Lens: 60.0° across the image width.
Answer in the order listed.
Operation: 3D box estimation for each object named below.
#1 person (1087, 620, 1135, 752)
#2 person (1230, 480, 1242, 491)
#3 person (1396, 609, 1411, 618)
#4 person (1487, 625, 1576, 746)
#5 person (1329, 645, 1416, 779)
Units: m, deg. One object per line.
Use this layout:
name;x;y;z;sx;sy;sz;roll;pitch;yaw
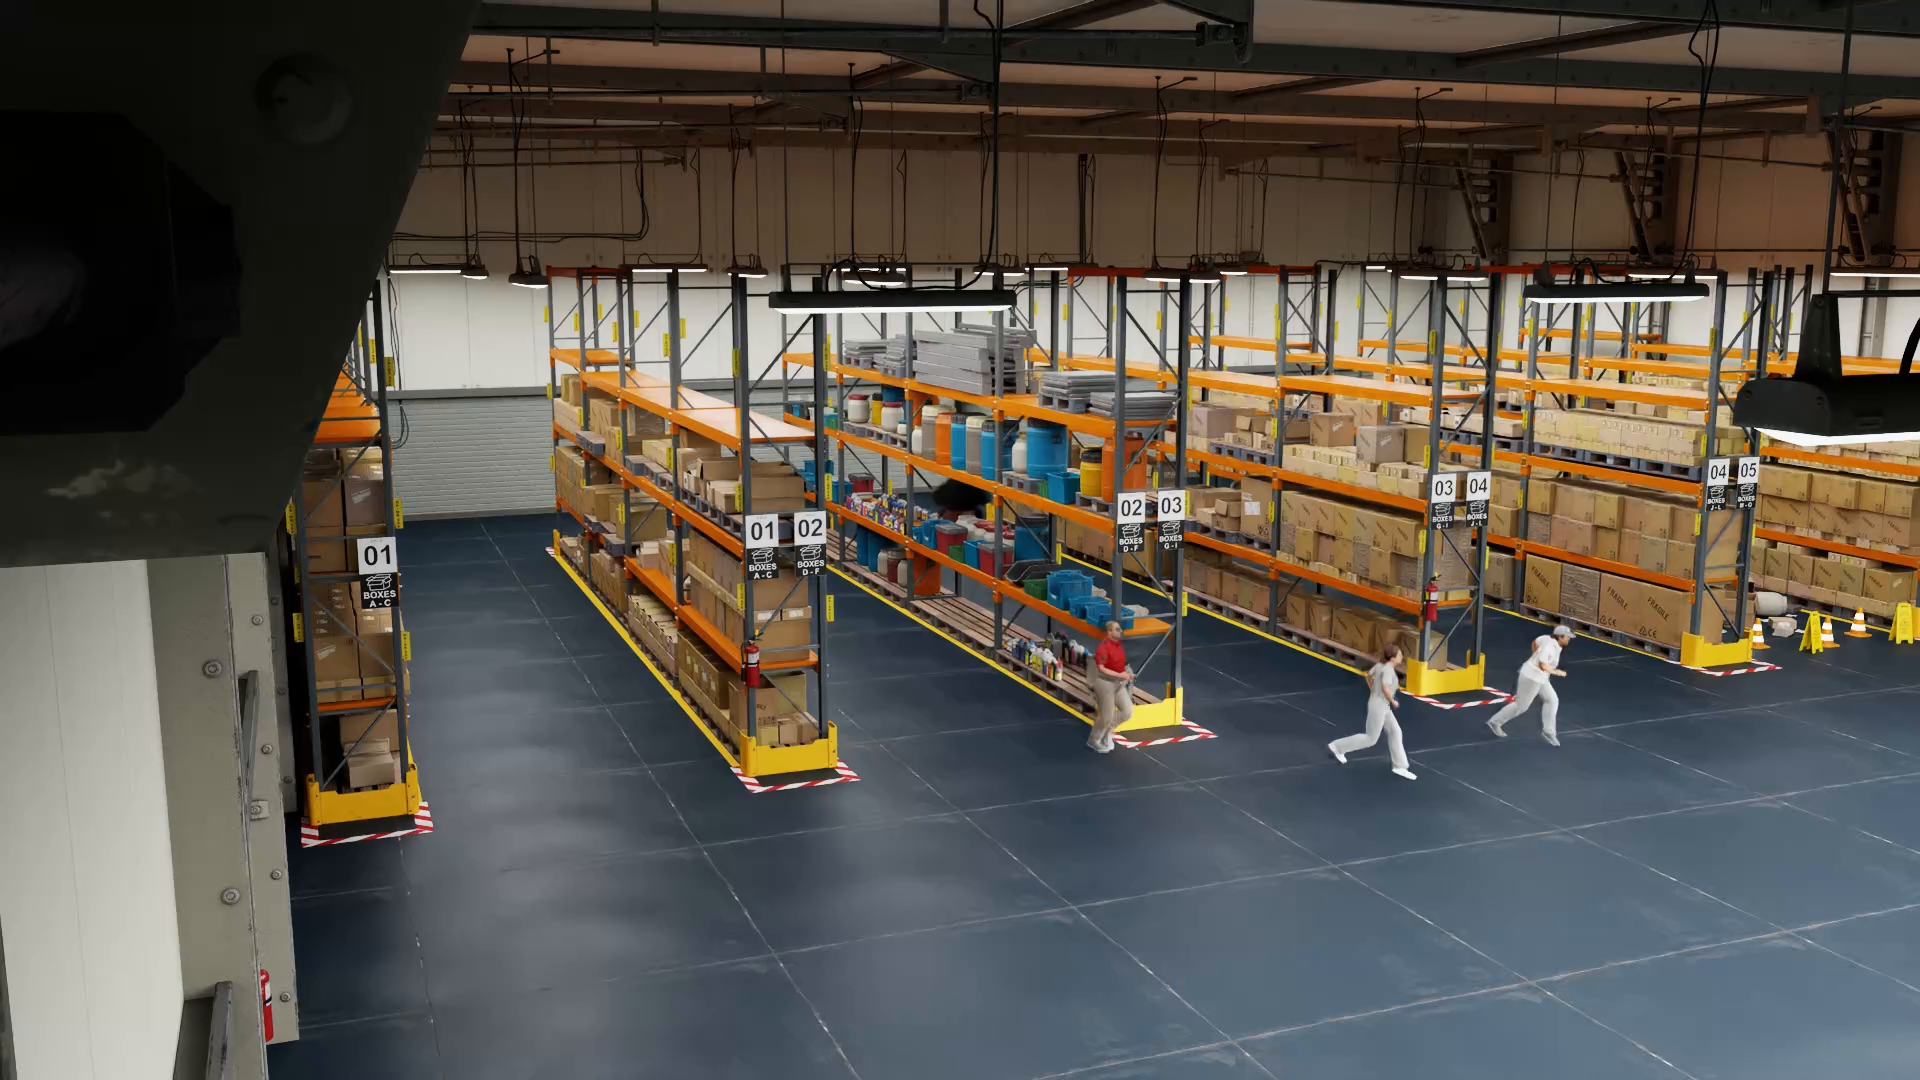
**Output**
person;1.960;1.863;21.120;0.665;1.719;0.693;6;12;33
person;6.965;-1.611;41.178;0.536;1.643;0.621;6;12;32
person;7.870;0.560;28.382;0.645;1.755;0.947;-8;13;-38
person;7.401;1.872;21.557;1.032;1.627;0.649;4;11;20
person;5.010;2.076;20.101;1.059;1.657;0.563;1;10;7
